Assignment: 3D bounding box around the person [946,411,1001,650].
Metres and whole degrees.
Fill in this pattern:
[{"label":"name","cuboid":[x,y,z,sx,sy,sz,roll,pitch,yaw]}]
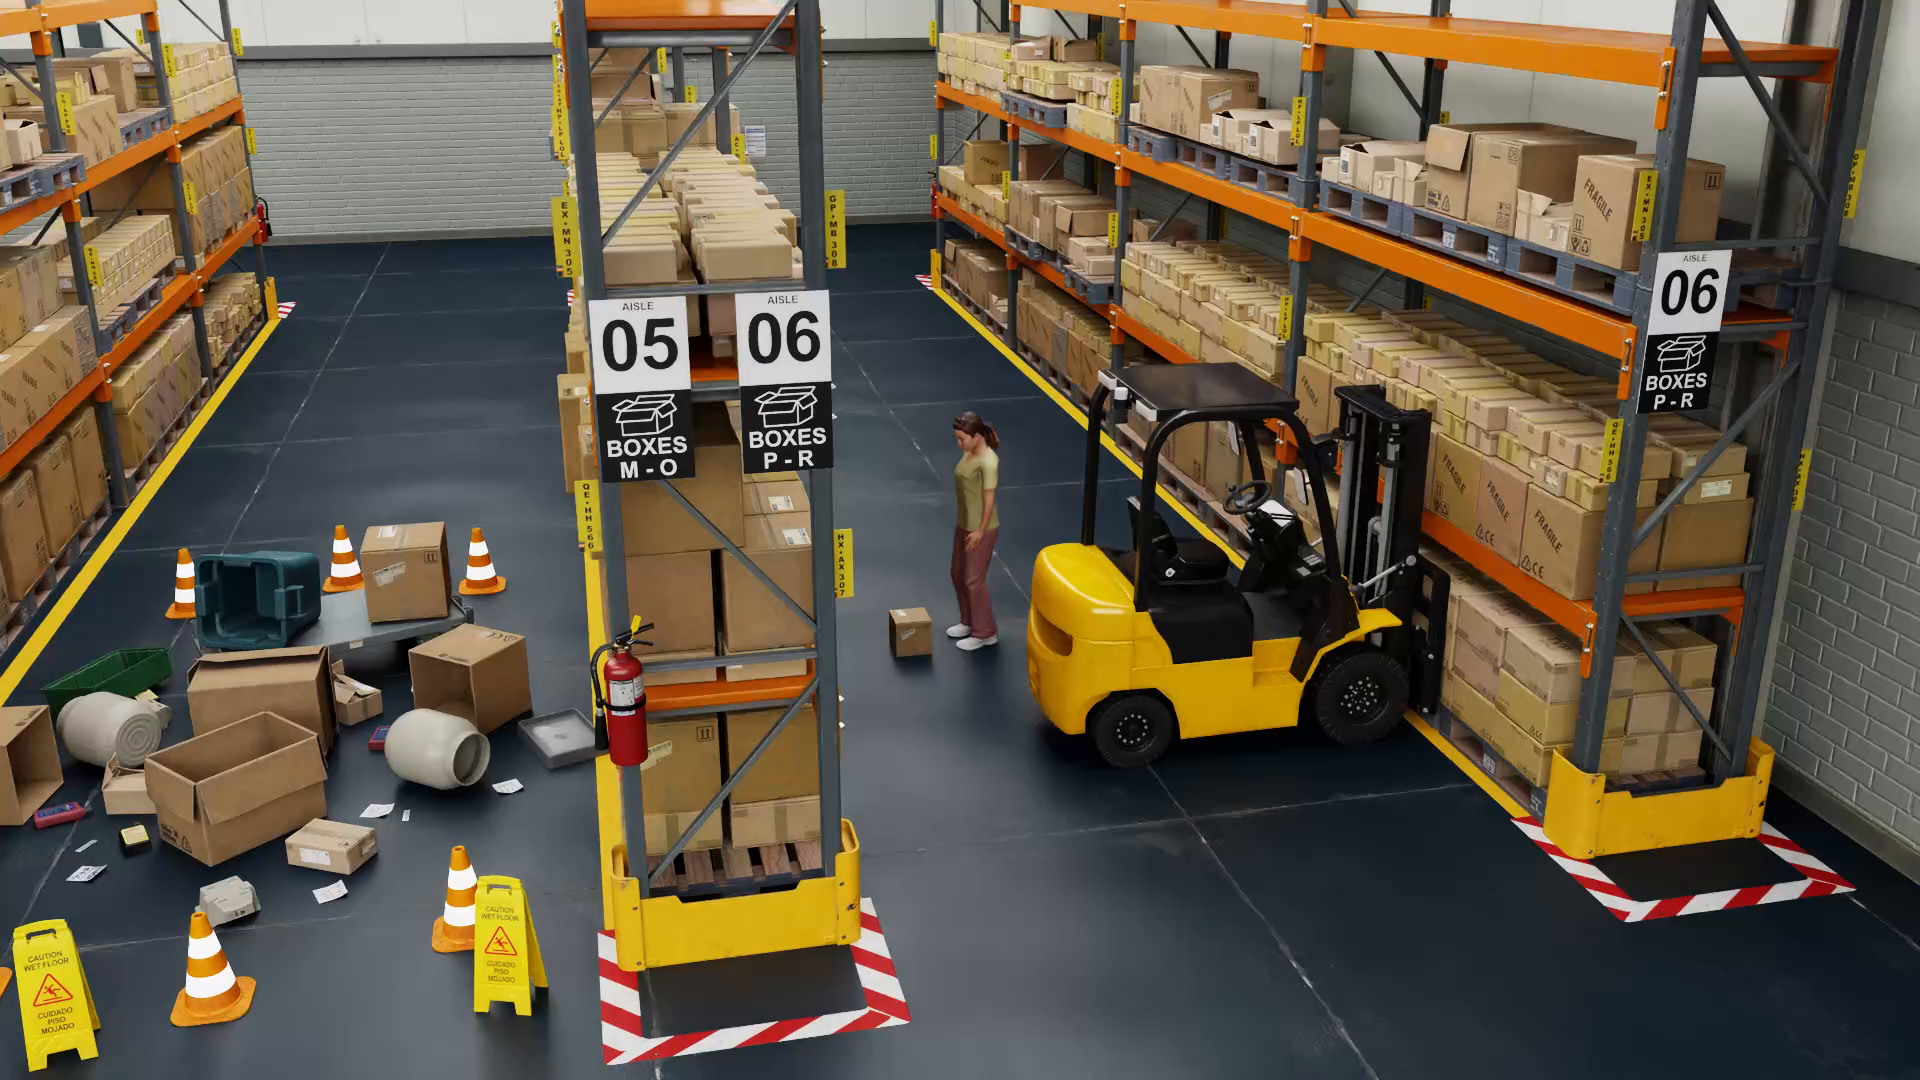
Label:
[{"label":"person","cuboid":[0.109,-0.077,11.322,0.356,1.663,0.455,-7,21,-19]}]
